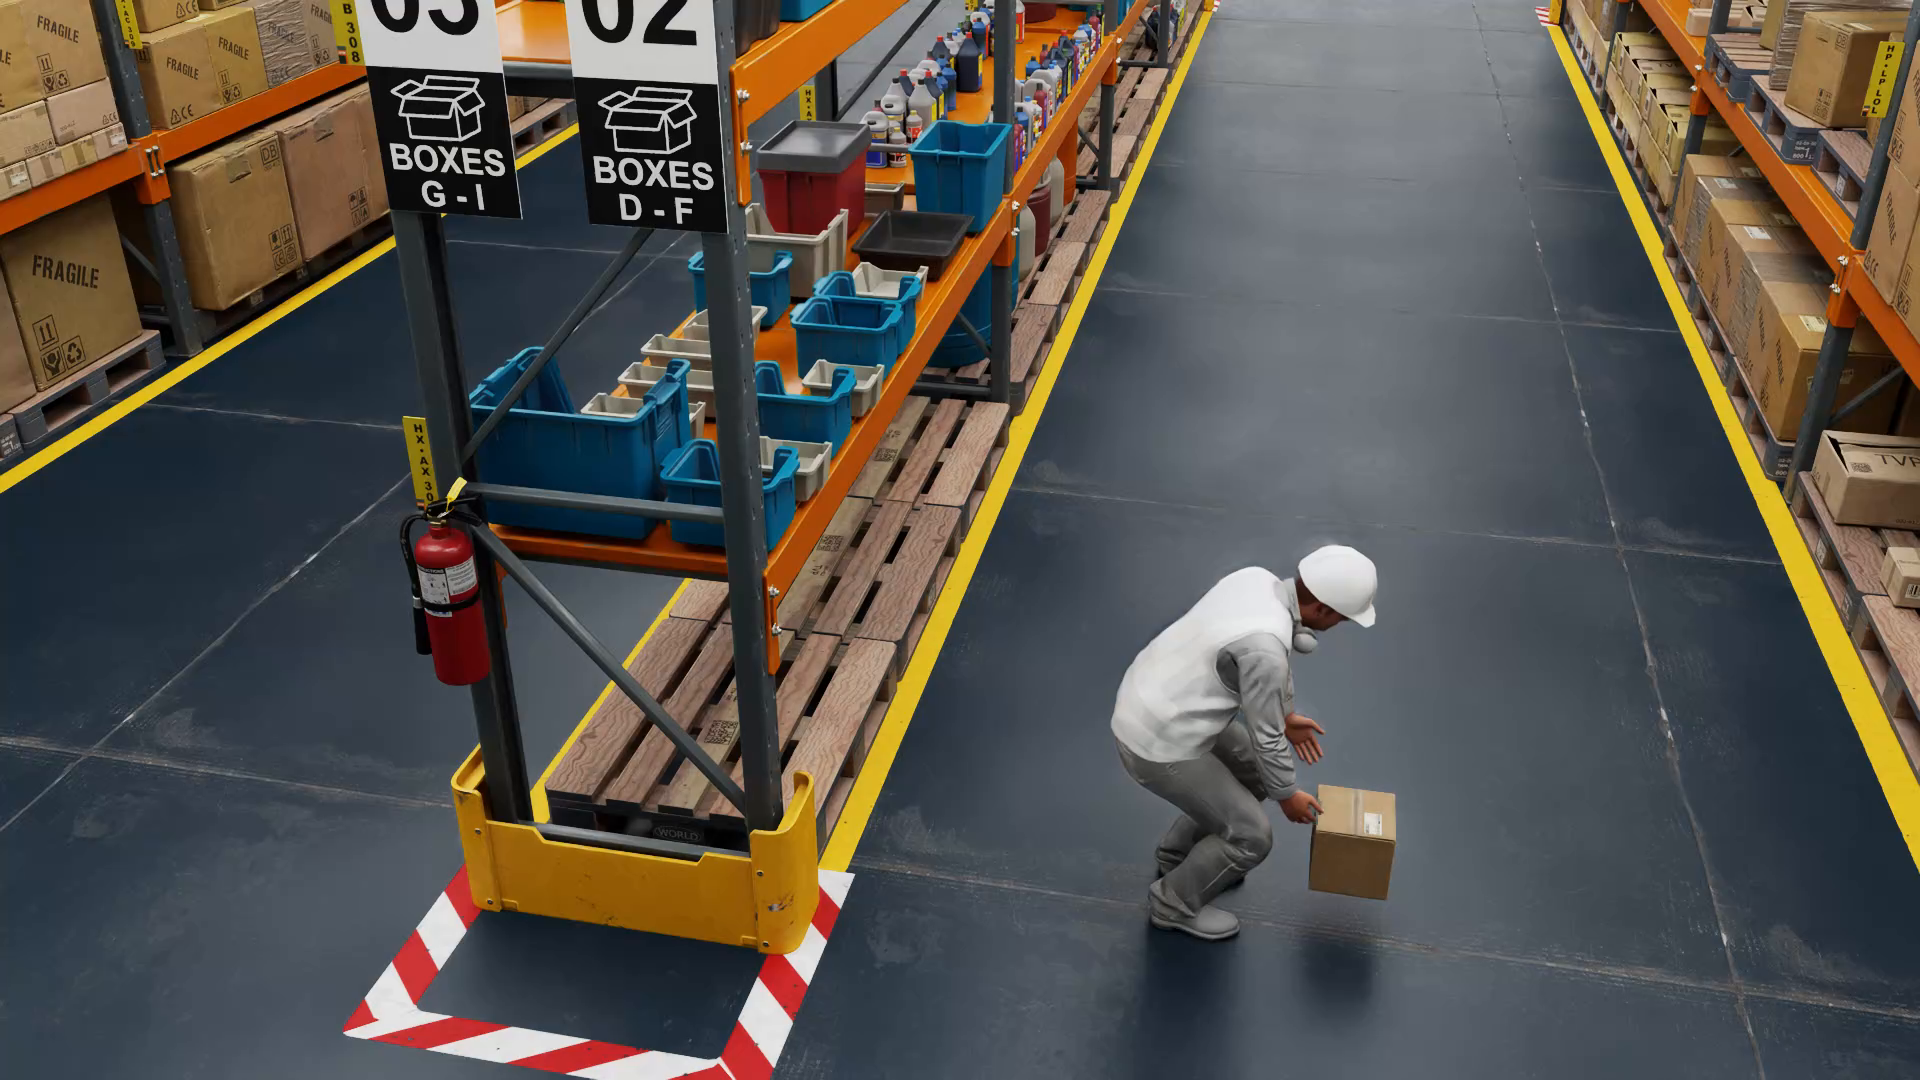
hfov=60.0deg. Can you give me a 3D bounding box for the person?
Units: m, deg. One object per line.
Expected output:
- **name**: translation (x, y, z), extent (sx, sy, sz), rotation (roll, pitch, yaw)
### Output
- **person**: translation (0.889, 0.609, 5.387), extent (0.784, 1.392, 0.591), rotation (6, 29, 11)
